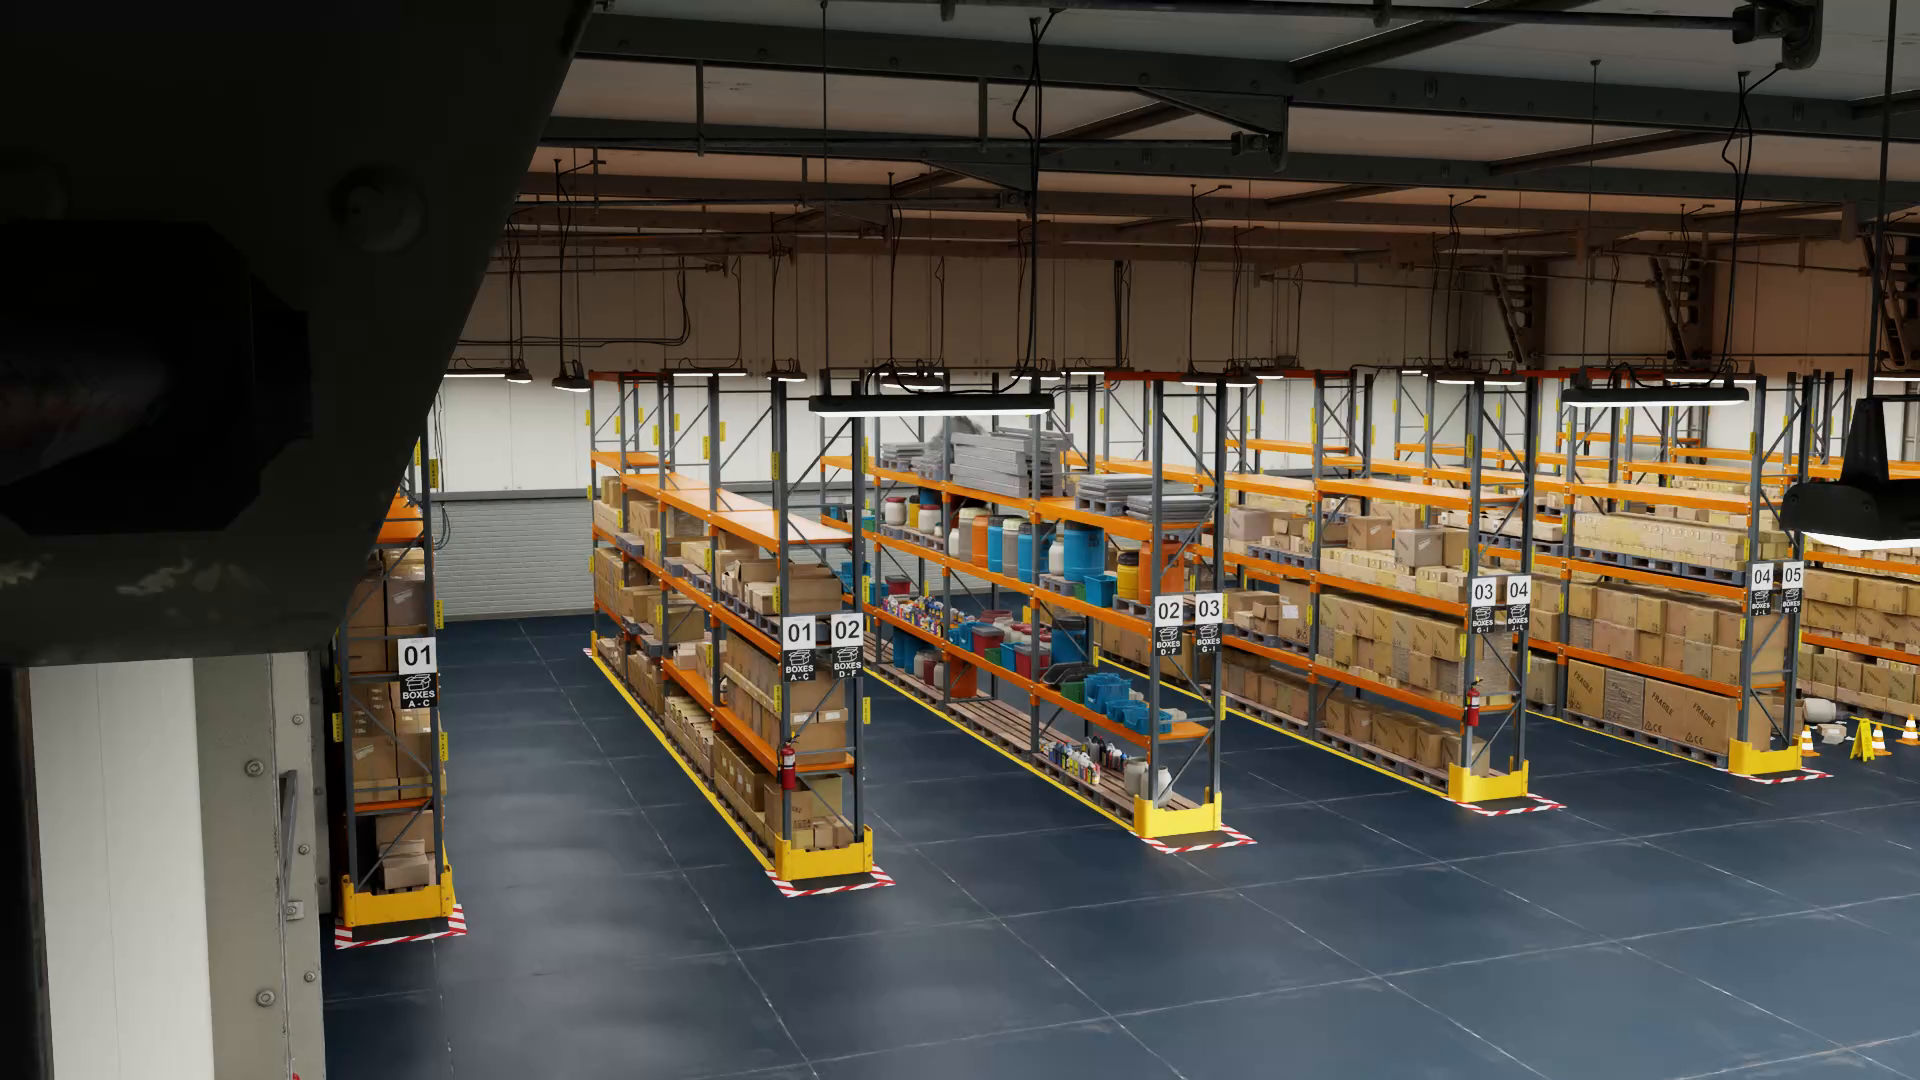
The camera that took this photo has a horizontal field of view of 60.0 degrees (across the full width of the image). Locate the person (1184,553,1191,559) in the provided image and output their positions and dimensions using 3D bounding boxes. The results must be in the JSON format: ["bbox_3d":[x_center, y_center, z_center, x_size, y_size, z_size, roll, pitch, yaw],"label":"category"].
[{"bbox_3d":[5.169,1.131,39.425,0.721,1.684,0.708,-2,7,-17],"label":"person"}]

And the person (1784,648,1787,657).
[{"bbox_3d":[16.389,1.813,32.850,0.670,1.735,0.715,-4,7,-29],"label":"person"}]

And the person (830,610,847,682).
[{"bbox_3d":[-2.290,2.046,31.781,0.534,1.493,0.797,-3,7,-27],"label":"person"}]
